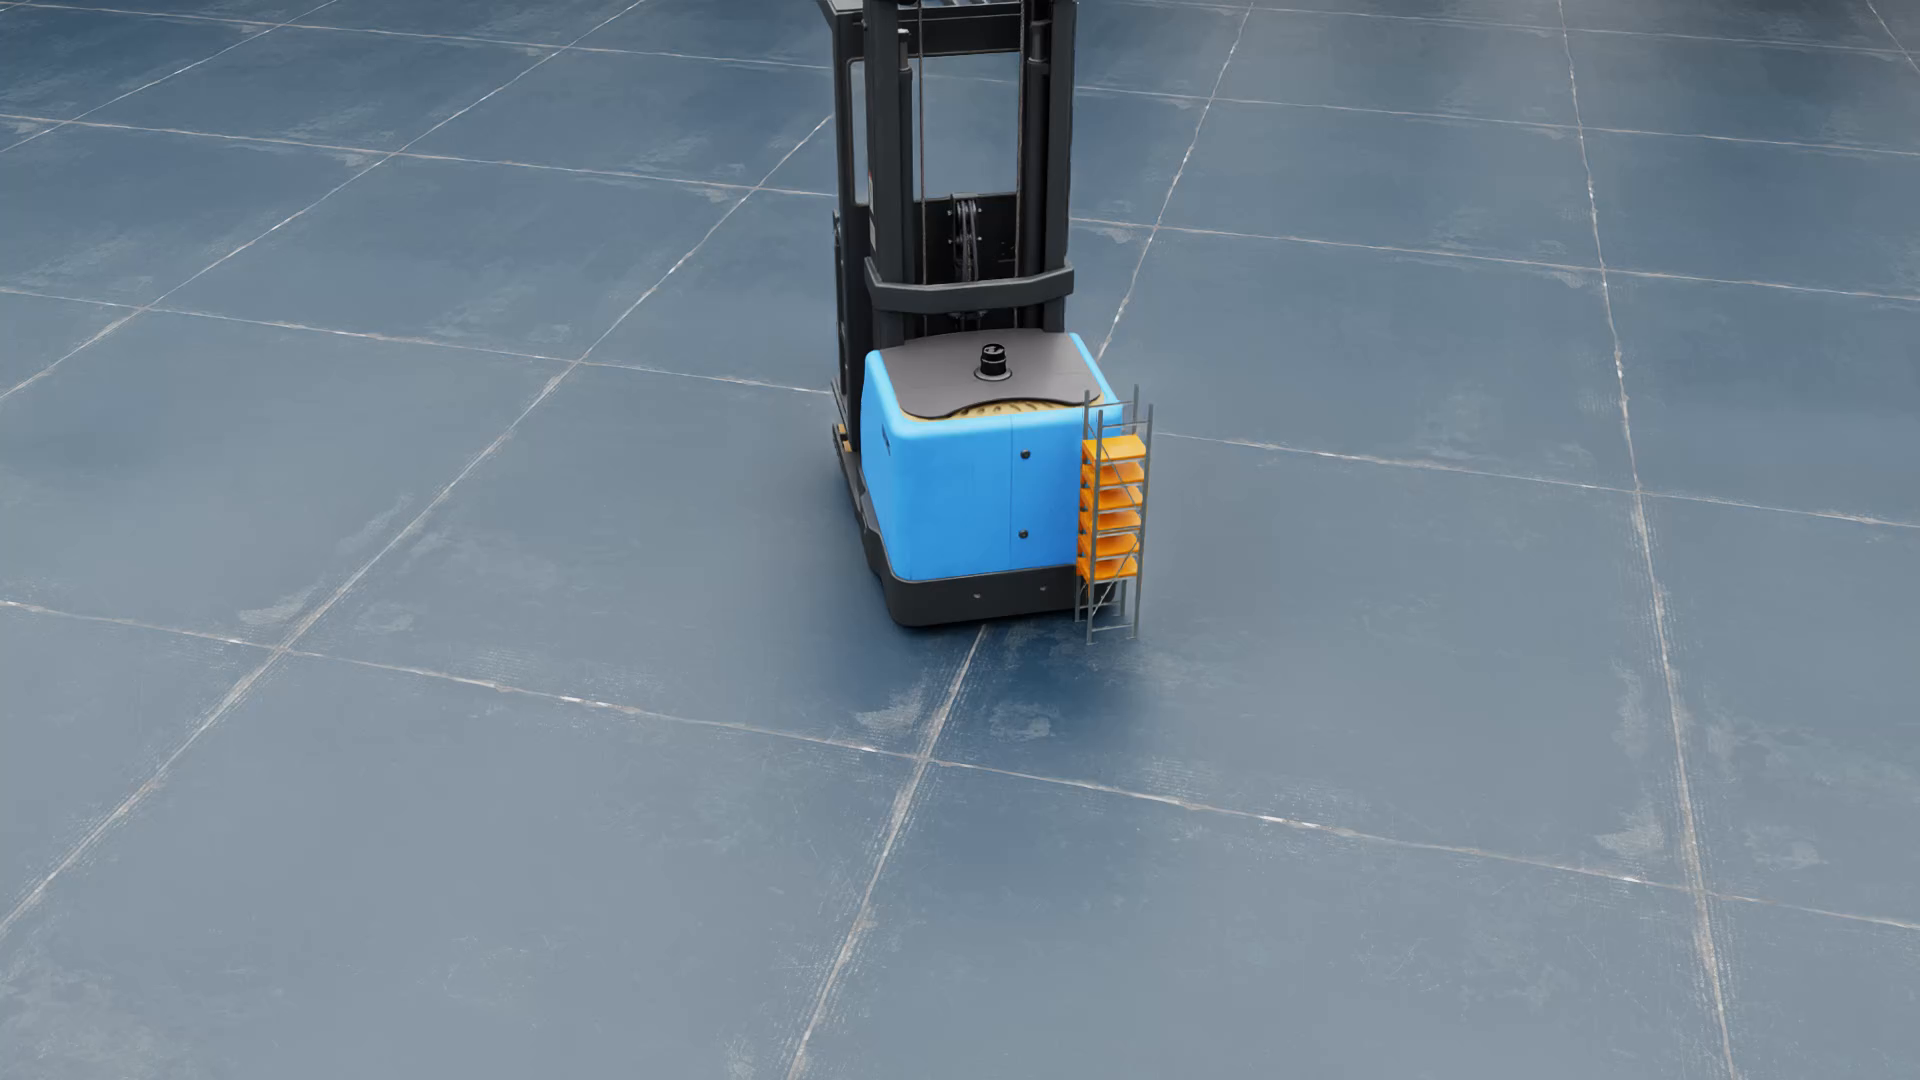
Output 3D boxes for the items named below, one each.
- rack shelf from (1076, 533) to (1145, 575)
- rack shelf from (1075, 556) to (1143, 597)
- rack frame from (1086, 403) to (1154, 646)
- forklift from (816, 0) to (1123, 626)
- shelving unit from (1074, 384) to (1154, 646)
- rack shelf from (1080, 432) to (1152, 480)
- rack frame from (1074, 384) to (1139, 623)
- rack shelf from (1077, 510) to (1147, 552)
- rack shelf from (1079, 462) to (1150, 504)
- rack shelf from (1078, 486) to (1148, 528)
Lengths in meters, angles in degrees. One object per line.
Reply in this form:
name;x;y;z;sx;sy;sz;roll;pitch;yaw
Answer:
rack shelf;0.665;0.046;7.365;0.258;0.103;0.180;-8;33;-12
rack shelf;0.665;0.147;7.430;0.258;0.103;0.180;-8;33;-12
rack frame;0.687;-0.045;7.202;0.240;1.200;0.006;-8;33;-12
forklift;-0.073;-1.627;8.078;1.130;2.935;3.031;-6;33;-10
shelving unit;0.665;-0.093;7.277;0.258;1.200;0.189;-8;33;-12
rack shelf;0.665;-0.359;7.108;0.258;0.103;0.180;-8;33;-12
rack frame;0.644;-0.140;7.352;0.240;1.200;0.006;-8;33;-12
rack shelf;0.665;-0.055;7.301;0.258;0.103;0.180;-8;33;-12
rack shelf;0.665;-0.258;7.172;0.258;0.103;0.180;-8;33;-12
rack shelf;0.665;-0.156;7.237;0.258;0.103;0.180;-8;33;-12
